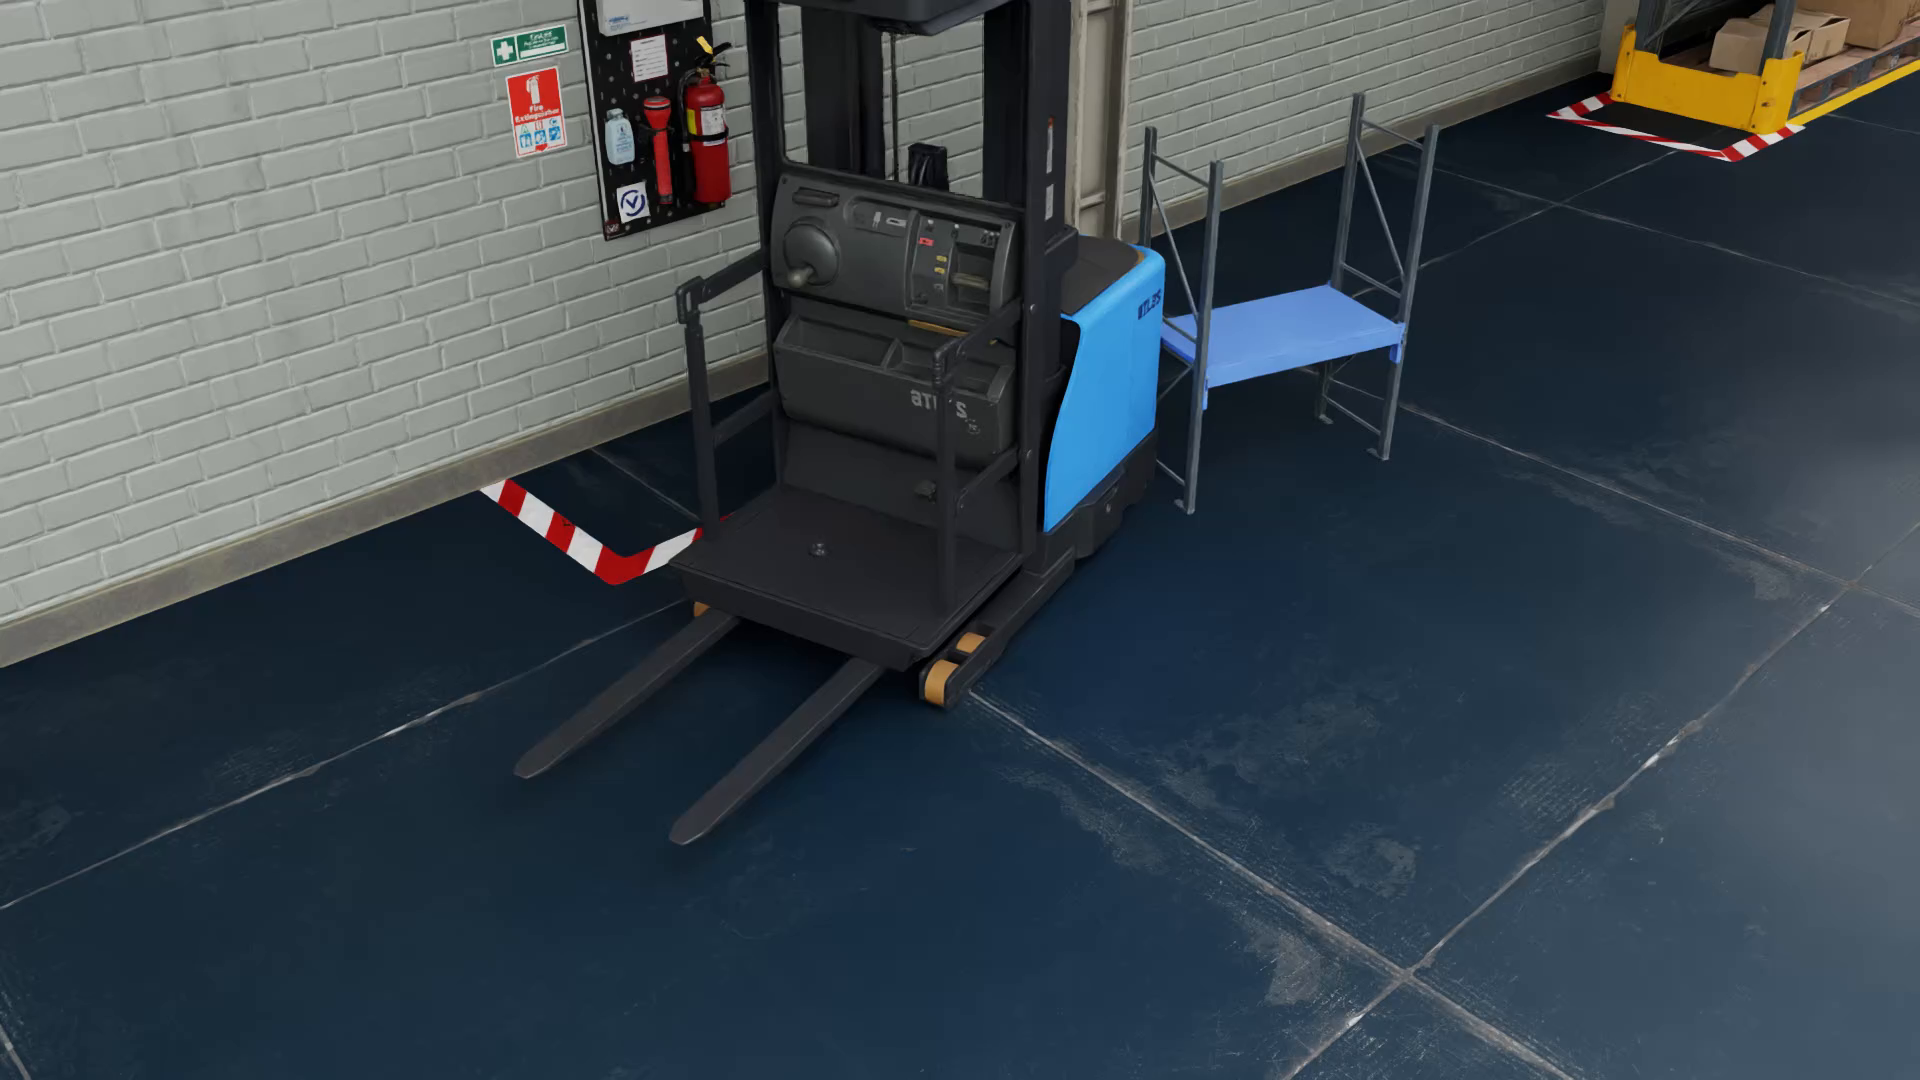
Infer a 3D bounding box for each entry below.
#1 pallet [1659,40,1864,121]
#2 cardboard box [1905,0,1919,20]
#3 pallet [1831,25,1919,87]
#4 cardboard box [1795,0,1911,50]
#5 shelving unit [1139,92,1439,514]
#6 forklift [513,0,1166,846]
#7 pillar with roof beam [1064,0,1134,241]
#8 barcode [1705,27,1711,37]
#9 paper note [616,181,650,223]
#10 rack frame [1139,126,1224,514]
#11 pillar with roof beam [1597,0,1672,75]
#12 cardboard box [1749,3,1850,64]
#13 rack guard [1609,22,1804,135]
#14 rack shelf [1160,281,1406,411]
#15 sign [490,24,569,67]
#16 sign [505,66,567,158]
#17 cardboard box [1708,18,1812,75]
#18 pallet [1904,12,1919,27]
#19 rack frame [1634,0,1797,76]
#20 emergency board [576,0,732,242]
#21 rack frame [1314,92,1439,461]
[{"bbox_3d":[5.777,-3.370,12.060,1.213,0.211,1.003,-26,40,-35],"label":"pallet"},{"bbox_3d":[7.301,-4.415,13.069,0.500,0.500,0.500,26,40,35],"label":"cardboard box"},{"bbox_3d":[6.671,-3.801,12.764,1.213,0.211,1.003,-26,40,-35],"label":"pallet"},{"bbox_3d":[6.660,-4.034,12.446,0.700,0.500,0.500,26,40,36],"label":"cardboard box"},{"bbox_3d":[1.308,-0.988,6.928,1.048,1.500,0.538,-15,34,-22],"label":"shelving unit"},{"bbox_3d":[-0.343,-0.939,5.476,1.130,2.935,3.031,17,35,25],"label":"forklift"},{"bbox_3d":[3.554,-3.622,4.047,0.400,9.000,9.100,-26,40,-35],"label":"pillar with roof beam"},{"bbox_3d":[5.411,-3.673,12.029,0.075,0.075,0.001,-26,40,-35],"label":"barcode"},{"bbox_3d":[-1.388,-1.435,7.066,0.142,0.148,0.016,-26,40,-35],"label":"paper note"},{"bbox_3d":[0.853,-0.869,6.734,0.032,1.500,0.500,-15,34,-22],"label":"rack frame"},{"bbox_3d":[7.954,-5.750,7.528,0.400,9.000,9.100,-26,40,-35],"label":"pillar with roof beam"},{"bbox_3d":[6.088,-3.712,12.101,0.500,0.311,0.500,-22,38,-32],"label":"cardboard box"},{"bbox_3d":[5.157,-3.219,11.535,0.348,0.500,1.175,-26,40,-35],"label":"rack guard"},{"bbox_3d":[1.308,-0.834,7.021,1.000,0.185,0.538,-15,34,-22],"label":"rack shelf"},{"bbox_3d":[-1.677,-1.930,6.489,0.331,0.109,0.001,-26,40,-35],"label":"sign"},{"bbox_3d":[-1.687,-1.706,6.630,0.234,0.329,0.001,-26,40,-35],"label":"sign"},{"bbox_3d":[5.670,-3.510,11.771,0.500,0.311,0.500,24,39,34],"label":"cardboard box"},{"bbox_3d":[7.566,-4.236,13.475,1.213,0.211,1.003,-26,40,-35],"label":"pallet"},{"bbox_3d":[5.101,-4.258,10.839,0.127,3.000,1.000,-26,40,-35],"label":"rack frame"},{"bbox_3d":[-1.211,-1.847,6.896,0.643,1.169,0.194,-26,40,-35],"label":"emergency board"},{"bbox_3d":[1.763,-1.106,7.121,0.032,1.500,0.500,-15,34,-22],"label":"rack frame"}]
